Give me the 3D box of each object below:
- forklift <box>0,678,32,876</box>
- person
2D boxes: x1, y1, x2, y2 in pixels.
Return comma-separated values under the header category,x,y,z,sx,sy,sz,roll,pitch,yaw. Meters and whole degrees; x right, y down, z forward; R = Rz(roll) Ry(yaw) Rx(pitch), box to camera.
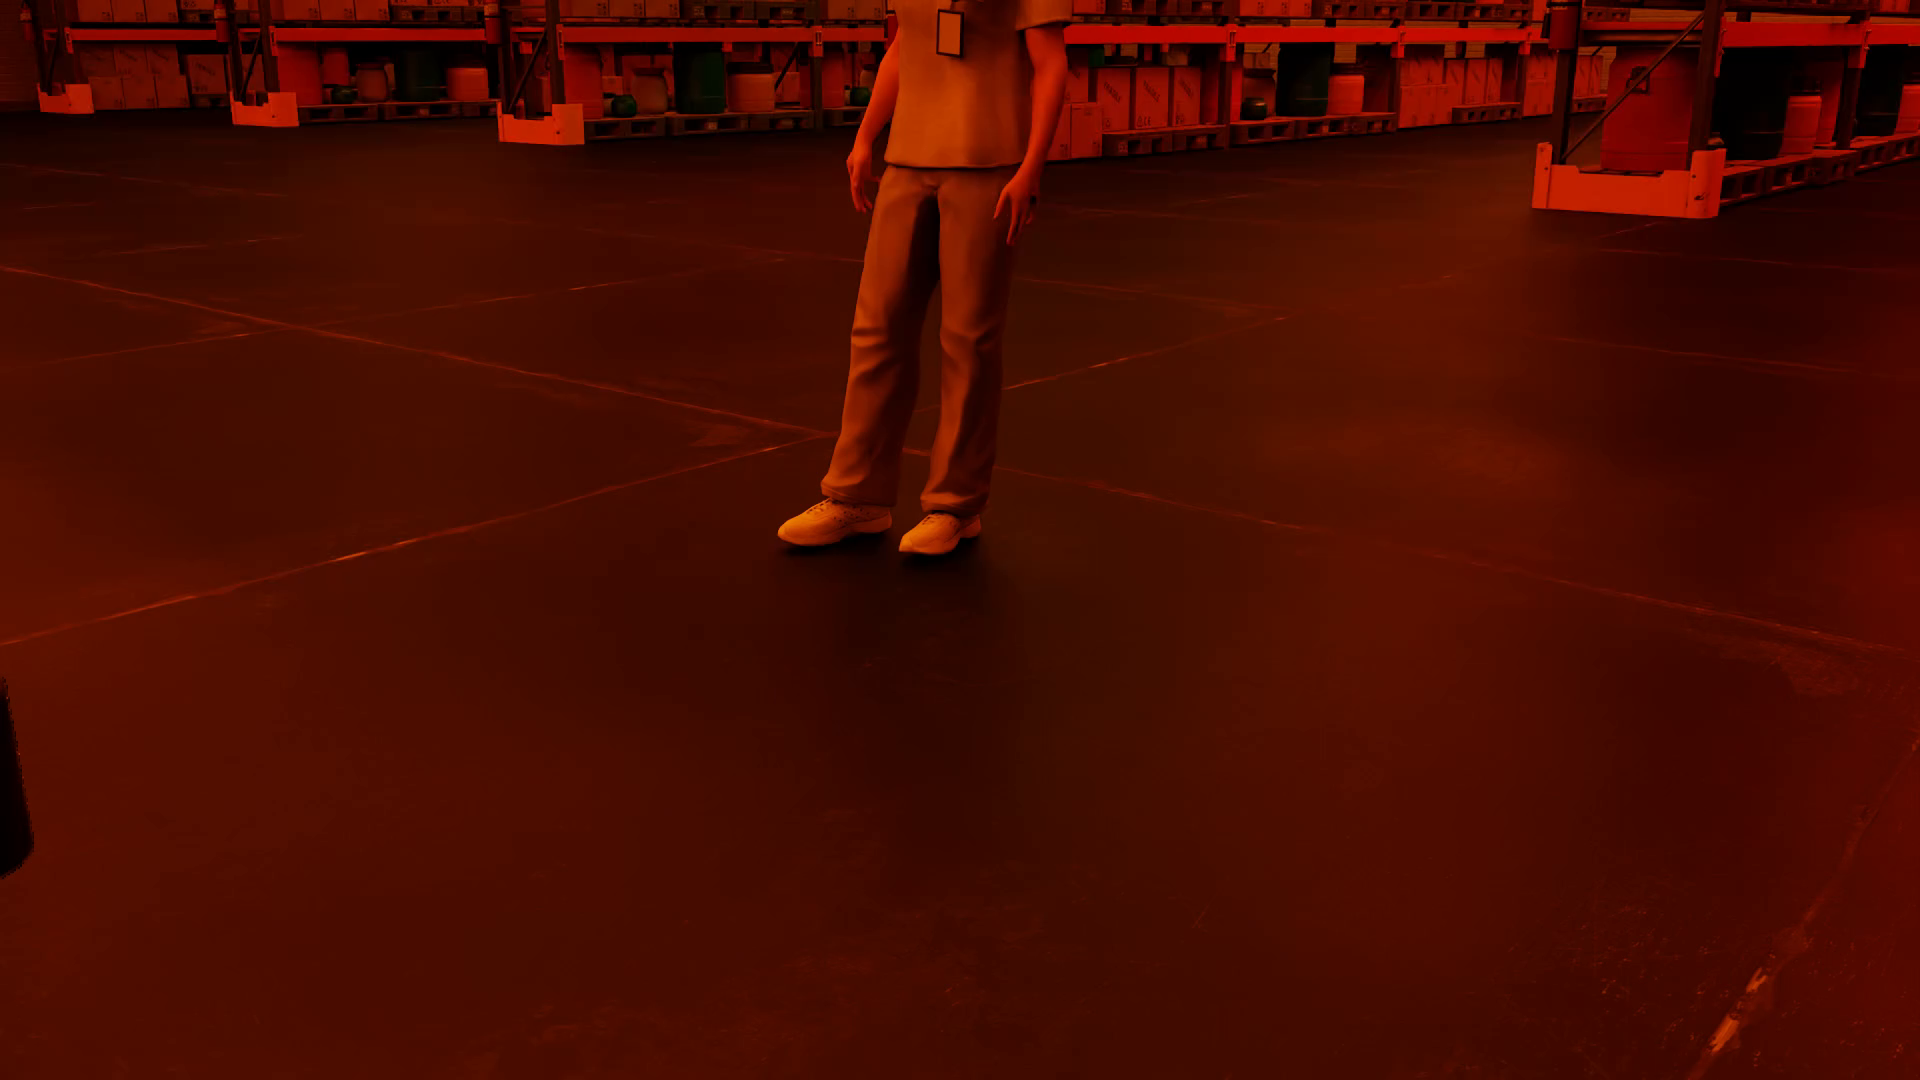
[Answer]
category,x,y,z,sx,sy,sz,roll,pitch,yaw
forklift,-2.697,-0.709,1.231,3.031,2.935,1.130,-15,22,-40
person,-0.058,-0.790,3.652,0.549,1.663,0.548,13,21,37
